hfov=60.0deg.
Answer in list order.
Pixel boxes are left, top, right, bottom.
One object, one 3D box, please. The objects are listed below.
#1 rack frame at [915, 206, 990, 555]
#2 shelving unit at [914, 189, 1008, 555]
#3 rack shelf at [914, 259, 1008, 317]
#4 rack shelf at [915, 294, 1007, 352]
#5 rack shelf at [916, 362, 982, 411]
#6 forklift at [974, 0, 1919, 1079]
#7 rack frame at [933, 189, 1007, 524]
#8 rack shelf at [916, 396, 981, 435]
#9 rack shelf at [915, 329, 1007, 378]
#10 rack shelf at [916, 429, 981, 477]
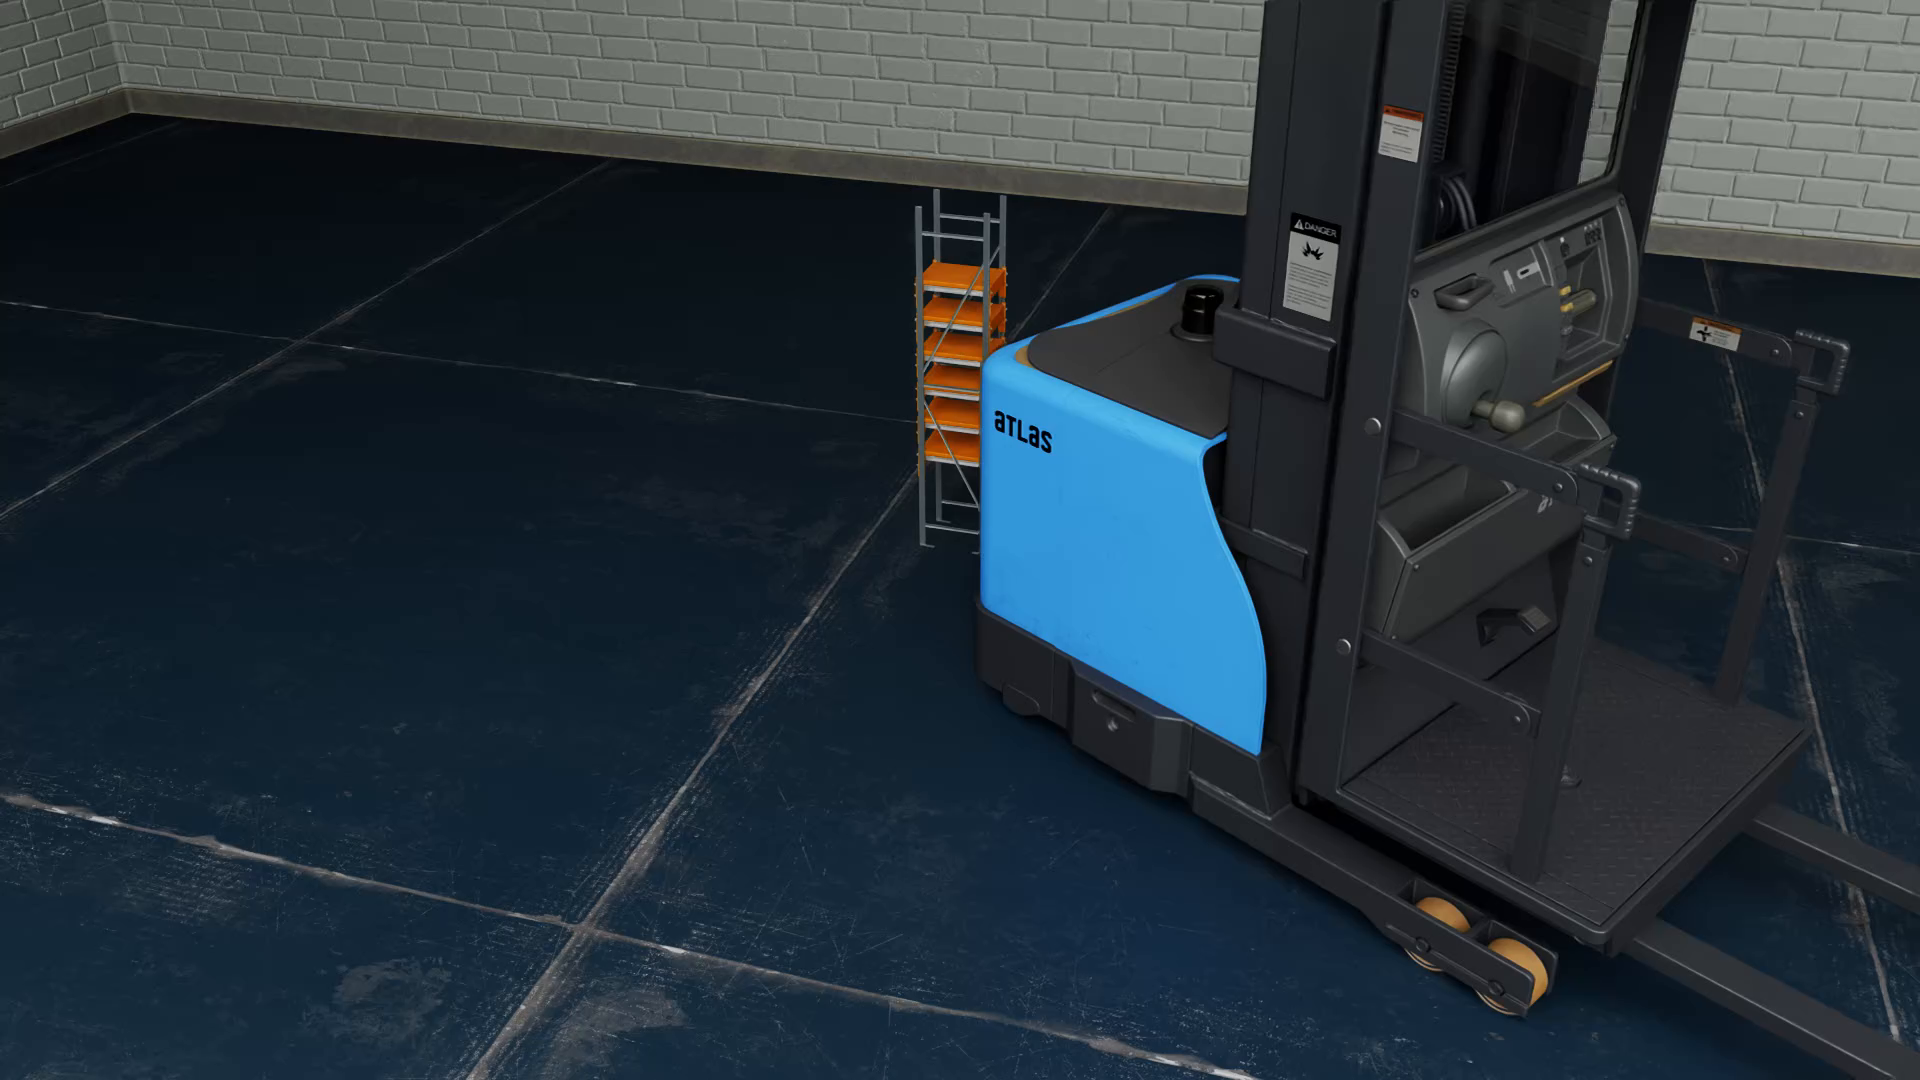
[{"bbox_3d":[-0.023,-0.489,5.394,0.240,1.200,0.006,8,30,15],"label":"rack frame"},{"bbox_3d":[0.004,-0.531,5.470,0.258,1.200,0.189,8,30,15],"label":"shelving unit"},{"bbox_3d":[0.004,-0.807,5.317,0.258,0.103,0.180,8,30,15],"label":"rack shelf"},{"bbox_3d":[0.004,-0.702,5.375,0.258,0.103,0.180,8,30,15],"label":"rack shelf"},{"bbox_3d":[0.004,-0.492,5.492,0.258,0.103,0.180,8,30,15],"label":"rack shelf"},{"bbox_3d":[1.422,-0.482,3.601,1.130,2.935,3.031,-25,38,-37],"label":"forklift"},{"bbox_3d":[0.031,-0.574,5.547,0.240,1.200,0.006,8,30,15],"label":"rack frame"},{"bbox_3d":[0.004,-0.387,5.550,0.258,0.103,0.180,8,30,15],"label":"rack shelf"},{"bbox_3d":[0.004,-0.597,5.434,0.258,0.103,0.180,8,30,15],"label":"rack shelf"},{"bbox_3d":[0.004,-0.282,5.609,0.258,0.103,0.180,8,30,15],"label":"rack shelf"}]
